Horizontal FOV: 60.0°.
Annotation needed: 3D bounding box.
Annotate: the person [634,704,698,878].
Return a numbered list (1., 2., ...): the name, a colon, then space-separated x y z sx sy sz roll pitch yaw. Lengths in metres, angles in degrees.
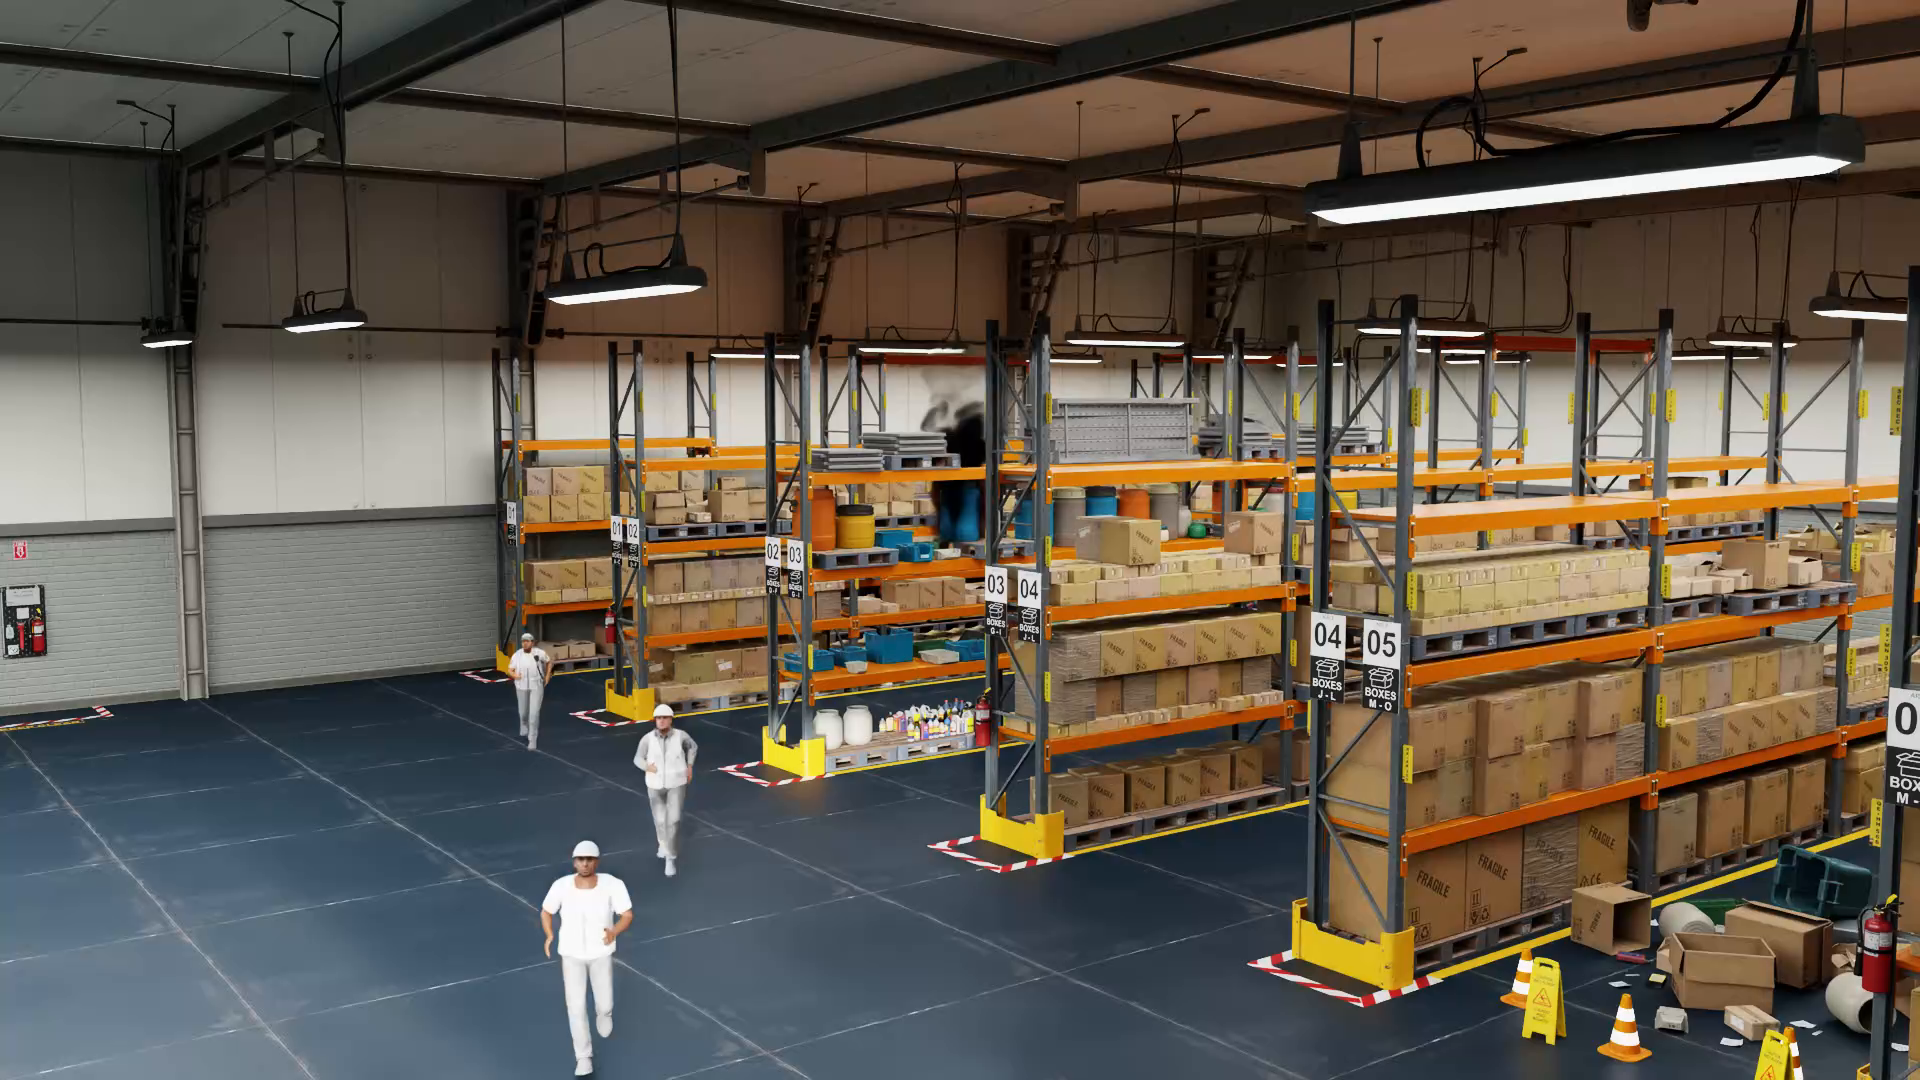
1. person: -3.212 2.674 18.131 0.663 1.785 0.841 0 5 -3

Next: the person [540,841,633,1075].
1. person: -2.884 3.176 12.851 0.711 1.733 0.796 -1 5 -8

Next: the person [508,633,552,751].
1. person: -6.321 2.194 24.483 0.615 1.682 0.929 -1 5 -6
